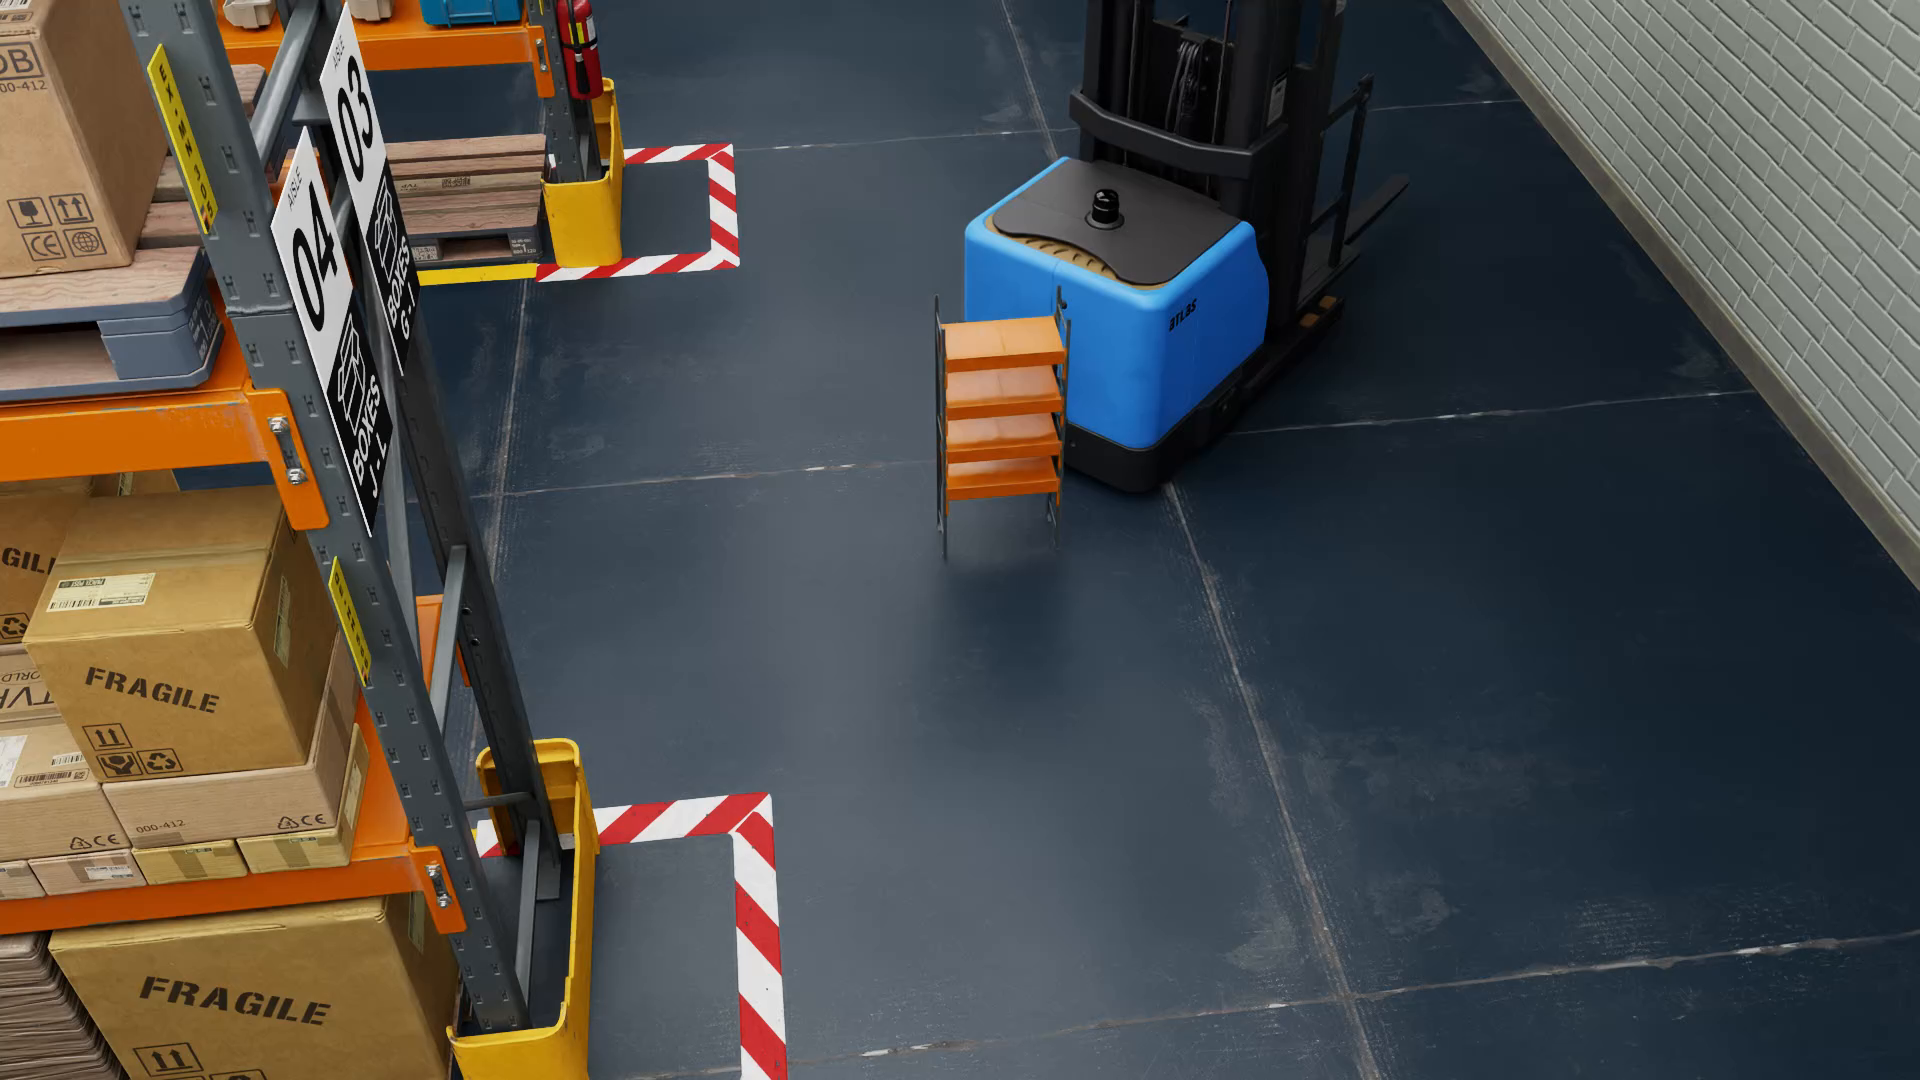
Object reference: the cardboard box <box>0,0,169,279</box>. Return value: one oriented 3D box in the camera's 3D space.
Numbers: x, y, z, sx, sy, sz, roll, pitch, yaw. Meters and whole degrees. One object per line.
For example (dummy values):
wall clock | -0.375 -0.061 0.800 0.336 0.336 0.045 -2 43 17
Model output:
cardboard box | -1.943 -0.921 3.329 0.500 0.500 0.700 -7 43 -8

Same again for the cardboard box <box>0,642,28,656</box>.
cardboard box | -2.460 0.199 4.679 0.500 0.250 0.500 -5 42 -6

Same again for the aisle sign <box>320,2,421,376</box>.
aisle sign | -1.402 -0.829 3.988 0.004 0.787 0.394 -5 42 -6

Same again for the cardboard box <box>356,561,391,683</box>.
cardboard box | -1.829 0.247 4.924 0.250 0.149 0.380 -5 42 -5

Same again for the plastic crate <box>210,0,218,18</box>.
plastic crate | -3.715 -2.586 8.030 0.250 0.136 0.298 -5 42 -6

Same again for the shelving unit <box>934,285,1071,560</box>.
shelving unit | 0.164 -0.460 6.864 0.503 1.200 0.258 -5 42 -6

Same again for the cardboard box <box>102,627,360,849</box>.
cardboard box | -1.881 0.506 4.340 0.500 0.250 0.500 -6 42 -6

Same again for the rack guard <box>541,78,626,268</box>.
rack guard | -2.055 -2.030 9.127 0.348 0.500 1.175 -5 42 -6

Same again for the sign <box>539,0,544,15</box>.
sign | -1.989 -2.644 7.820 0.005 0.325 0.100 -5 42 -6

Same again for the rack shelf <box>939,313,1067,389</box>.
rack shelf | 0.164 -0.752 6.601 0.480 0.148 0.258 -5 42 -6

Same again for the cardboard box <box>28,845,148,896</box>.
cardboard box | -2.253 0.730 4.389 0.250 0.149 0.380 -5 42 -5

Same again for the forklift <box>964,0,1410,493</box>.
forklift | 1.293 -2.237 7.541 1.130 2.935 3.031 27 48 27

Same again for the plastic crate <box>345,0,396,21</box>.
plastic crate | -2.862 -2.680 8.134 0.243 0.136 0.396 -5 42 -6

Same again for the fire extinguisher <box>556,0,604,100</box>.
fire extinguisher | -1.868 -2.491 8.109 0.183 0.674 0.296 -5 42 -6

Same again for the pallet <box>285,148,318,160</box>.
pallet | -4.107 -1.762 9.046 1.213 0.211 1.003 -5 42 -6

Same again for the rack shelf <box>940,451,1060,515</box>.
rack shelf | 0.164 -0.263 7.042 0.480 0.148 0.258 -5 42 -6

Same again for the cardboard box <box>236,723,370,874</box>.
cardboard box | -1.745 0.685 4.438 0.250 0.149 0.380 -4 42 -5

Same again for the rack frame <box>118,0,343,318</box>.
rack frame | -1.435 -1.885 2.622 0.127 3.000 1.000 -5 42 -6

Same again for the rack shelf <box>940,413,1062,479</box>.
rack shelf | 0.164 -0.410 6.909 0.480 0.148 0.258 -5 42 -6

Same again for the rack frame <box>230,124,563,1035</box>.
rack frame | -1.435 0.342 4.631 0.127 3.000 1.000 -5 42 -6

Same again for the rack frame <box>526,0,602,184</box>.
rack frame | -2.077 -2.947 8.278 0.127 3.000 1.000 -5 42 -6

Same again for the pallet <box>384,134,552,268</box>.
pallet | -2.900 -1.866 9.161 1.213 0.211 1.003 -5 42 -6

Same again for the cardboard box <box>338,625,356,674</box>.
cardboard box | -1.946 0.150 4.734 0.500 0.250 0.500 -6 42 -7

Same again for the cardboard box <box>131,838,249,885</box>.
cardboard box | -2.003 0.709 4.412 0.250 0.149 0.380 -5 42 -5

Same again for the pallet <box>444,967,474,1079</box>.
pallet | -2.217 1.499 5.430 1.213 0.211 1.003 -5 42 -6

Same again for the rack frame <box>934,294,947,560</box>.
rack frame | -0.078 -0.439 6.841 0.015 1.200 0.240 -5 42 -6

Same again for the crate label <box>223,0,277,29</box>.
crate label | -3.424 -2.624 8.072 0.243 0.136 0.396 -5 42 -6

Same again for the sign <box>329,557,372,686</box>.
sign | -1.378 0.186 3.763 0.005 0.325 0.100 -5 42 -6

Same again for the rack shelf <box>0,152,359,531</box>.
rack shelf | -3.418 -0.331 3.675 4.000 0.370 1.077 -5 42 -6

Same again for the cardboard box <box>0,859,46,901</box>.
cardboard box | -2.500 0.751 4.365 0.250 0.149 0.380 -4 42 -5

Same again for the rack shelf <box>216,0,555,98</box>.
rack shelf | -4.060 -2.506 8.326 4.000 0.370 1.077 -5 42 -6

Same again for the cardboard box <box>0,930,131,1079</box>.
cardboard box | -2.961 1.163 4.994 0.875 0.875 0.875 -5 42 -6

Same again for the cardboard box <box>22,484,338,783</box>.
cardboard box | -1.884 0.226 4.090 0.500 0.500 0.500 -5 42 -5

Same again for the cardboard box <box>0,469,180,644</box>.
cardboard box | -2.441 -0.085 4.435 0.500 0.500 0.500 -6 42 -7

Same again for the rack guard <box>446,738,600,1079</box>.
rack guard | -1.411 1.268 5.470 0.348 0.500 1.175 -5 42 -6

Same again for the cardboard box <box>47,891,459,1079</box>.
cardboard box | -2.059 1.084 5.081 0.875 0.875 0.875 -5 42 -6

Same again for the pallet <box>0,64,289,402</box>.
pallet | -2.169 -0.667 3.577 1.213 0.211 1.003 -5 42 -6

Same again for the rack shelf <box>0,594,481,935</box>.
rack shelf | -3.418 0.783 4.679 4.000 0.370 1.077 -5 42 -6

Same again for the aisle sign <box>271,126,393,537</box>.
aisle sign | -1.324 -0.430 3.546 0.004 0.787 0.394 -5 42 -6

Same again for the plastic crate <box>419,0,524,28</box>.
plastic crate | -2.385 -2.829 8.076 0.499 0.435 0.616 -5 42 -6

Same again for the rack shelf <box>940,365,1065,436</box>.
rack shelf | 0.164 -0.576 6.759 0.480 0.148 0.258 -5 42 -6

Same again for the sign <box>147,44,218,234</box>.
sign | -1.378 -0.709 2.955 0.005 0.325 0.100 -5 42 -6

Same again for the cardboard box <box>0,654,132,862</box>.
cardboard box | -2.384 0.549 4.291 0.500 0.250 0.500 -6 42 -6

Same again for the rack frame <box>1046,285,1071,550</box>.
rack frame | 0.406 -0.481 6.888 0.015 1.200 0.240 -5 42 -6
